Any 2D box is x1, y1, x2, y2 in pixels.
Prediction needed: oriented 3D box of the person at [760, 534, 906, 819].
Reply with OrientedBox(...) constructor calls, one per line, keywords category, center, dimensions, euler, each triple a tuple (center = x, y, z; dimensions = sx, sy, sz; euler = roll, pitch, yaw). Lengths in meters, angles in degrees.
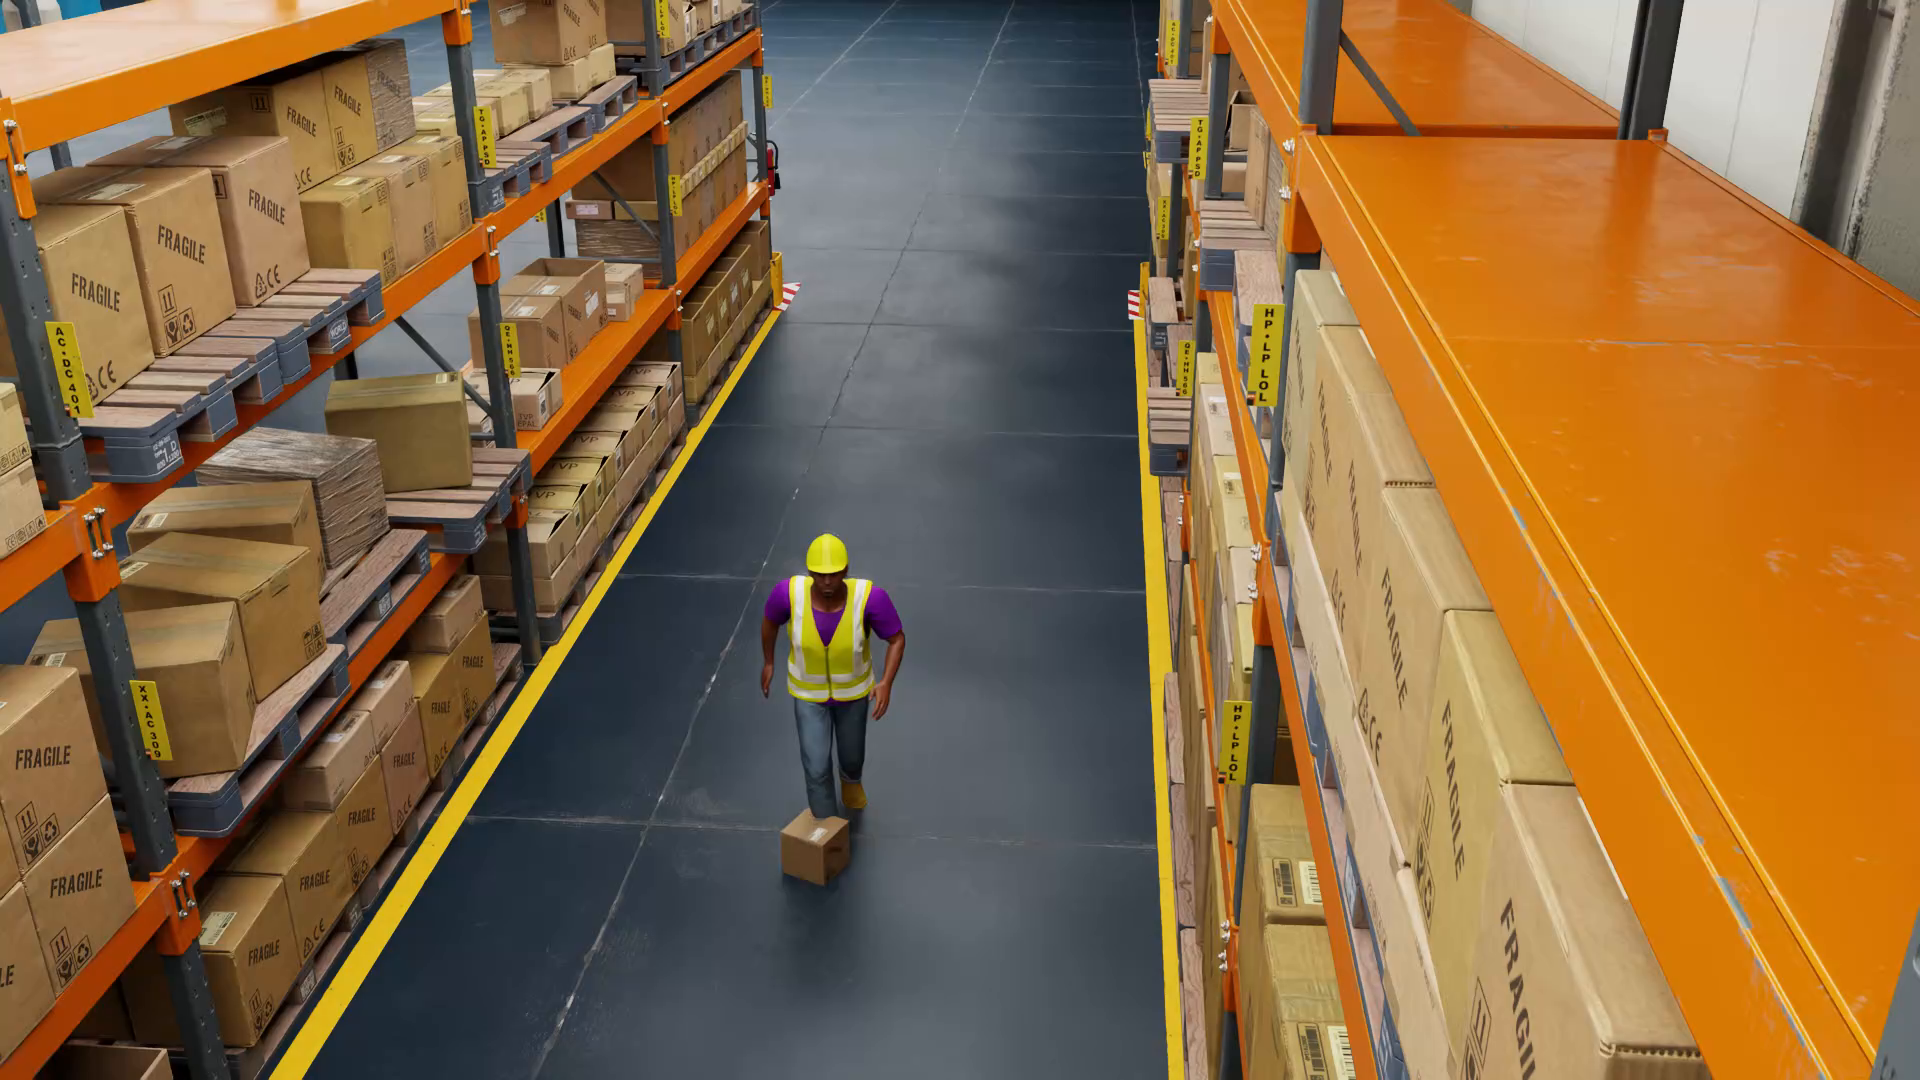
OrientedBox(category="person", center=(-0.637, 0.736, 8.354), dimensions=(0.730, 1.759, 0.809), euler=(-2, 24, -5))
